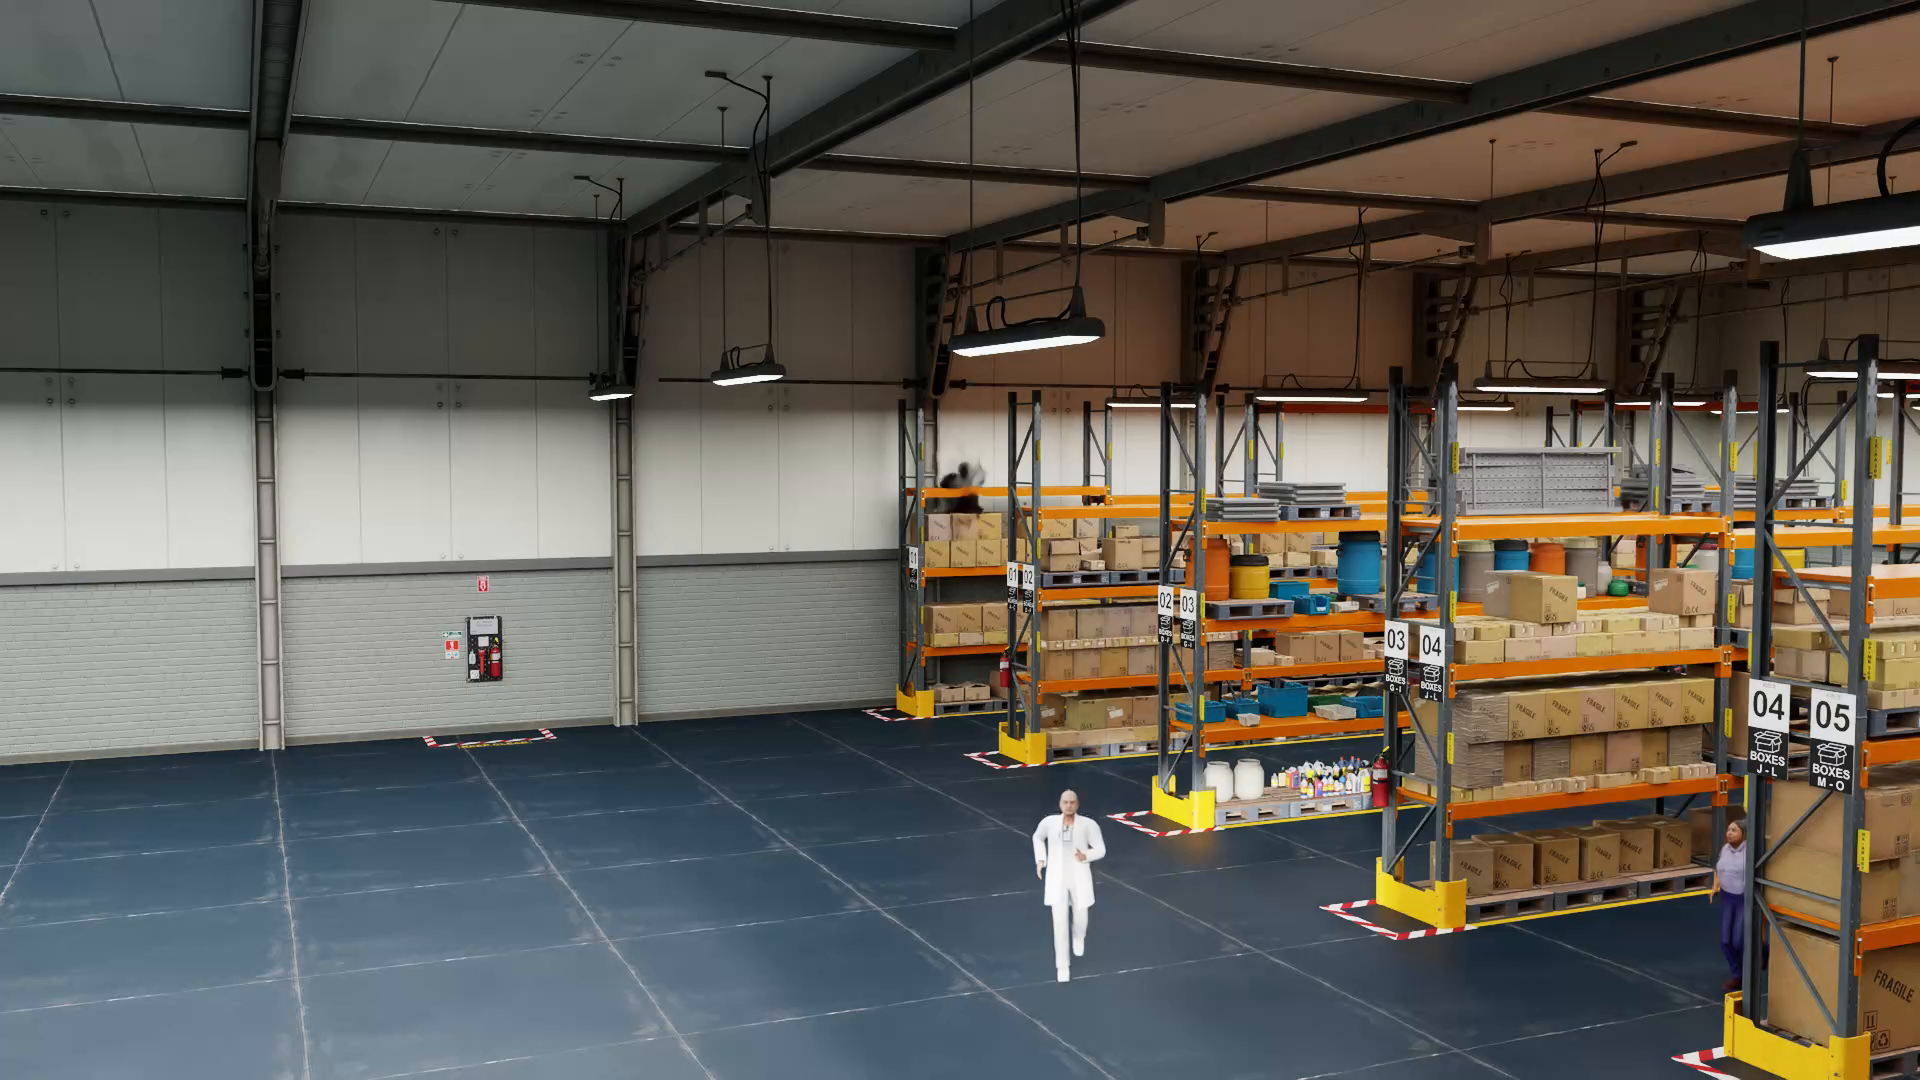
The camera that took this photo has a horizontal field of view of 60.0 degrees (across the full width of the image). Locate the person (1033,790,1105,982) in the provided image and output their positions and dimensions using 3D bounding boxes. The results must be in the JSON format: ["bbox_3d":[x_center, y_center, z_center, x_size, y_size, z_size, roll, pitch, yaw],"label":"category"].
[{"bbox_3d":[1.057,3.317,16.211,0.714,1.754,1.027,0,3,5],"label":"person"}]

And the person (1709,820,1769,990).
[{"bbox_3d":[7.412,3.449,15.733,0.604,1.617,0.615,-2,4,-26],"label":"person"}]
